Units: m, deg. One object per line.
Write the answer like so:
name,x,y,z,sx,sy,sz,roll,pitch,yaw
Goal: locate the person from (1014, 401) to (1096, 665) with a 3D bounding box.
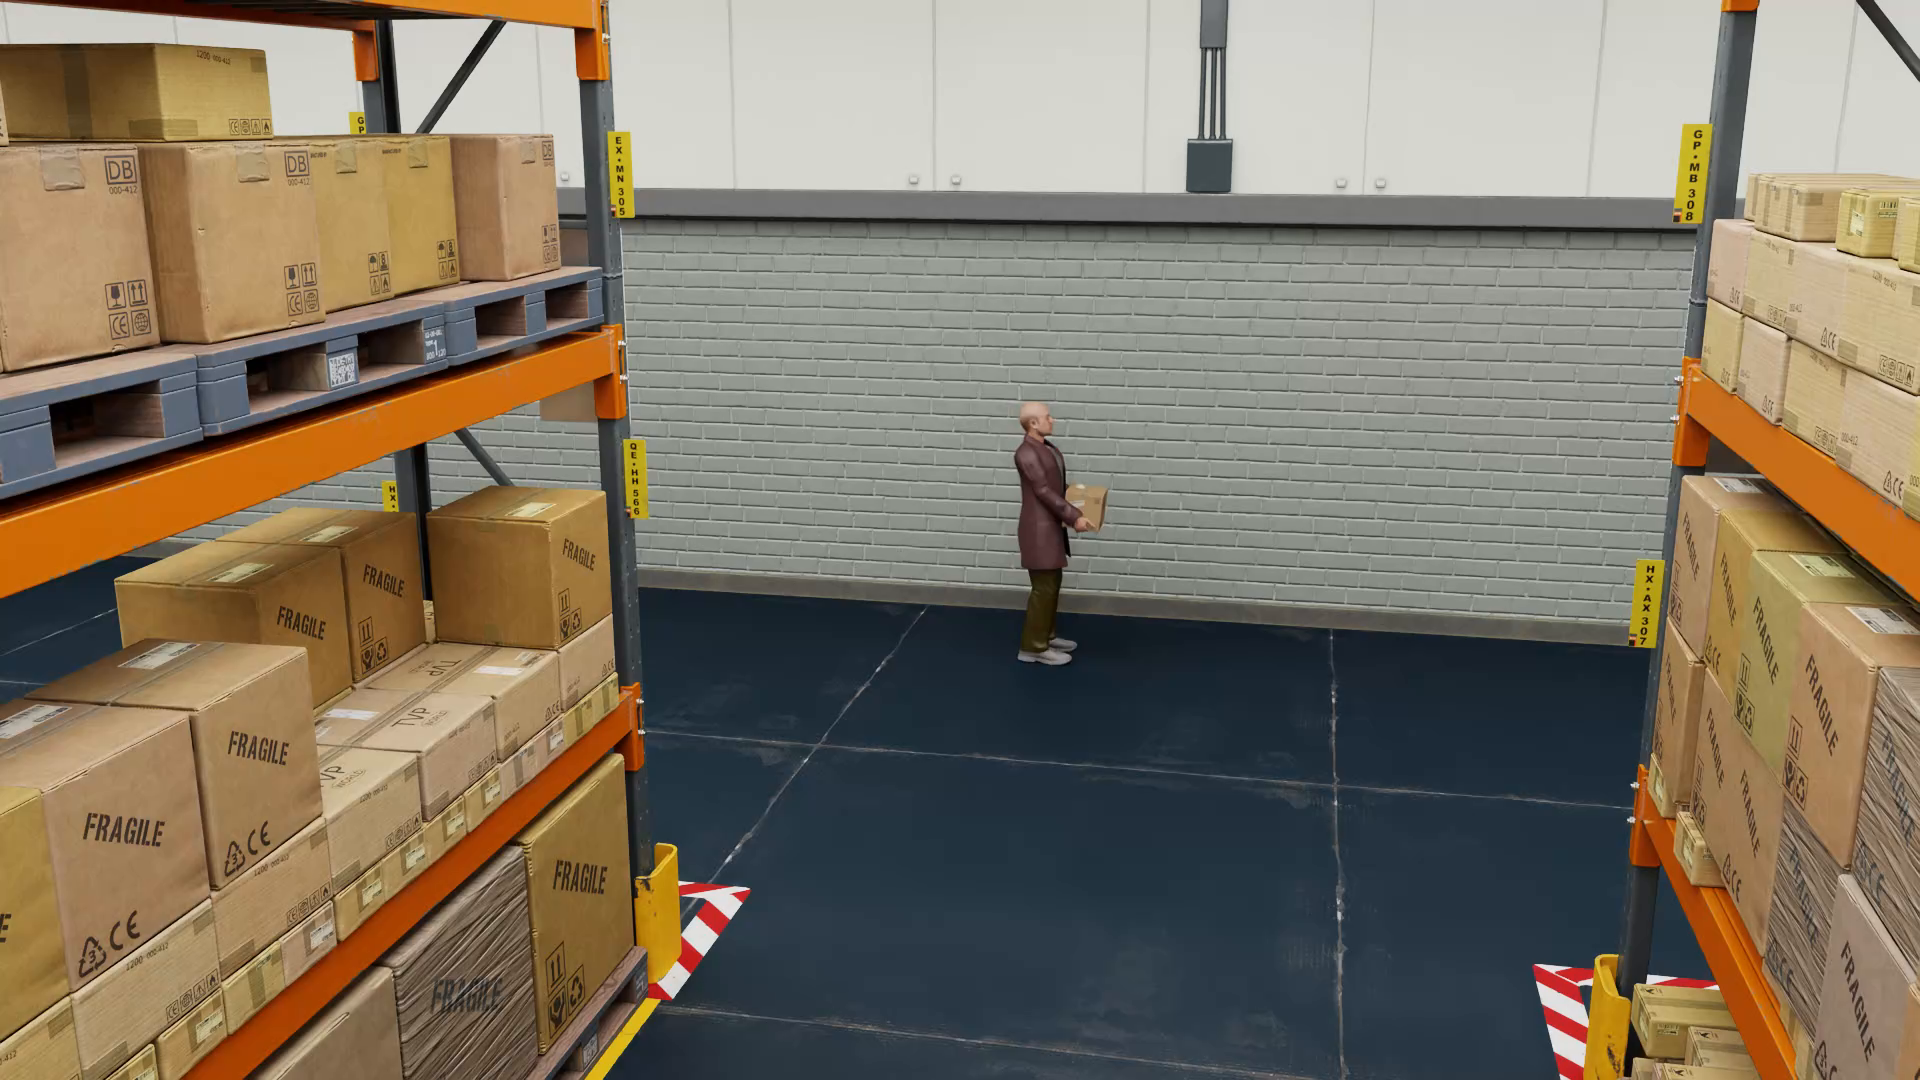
person,0.660,-0.055,11.263,0.555,1.769,0.530,3,15,12
